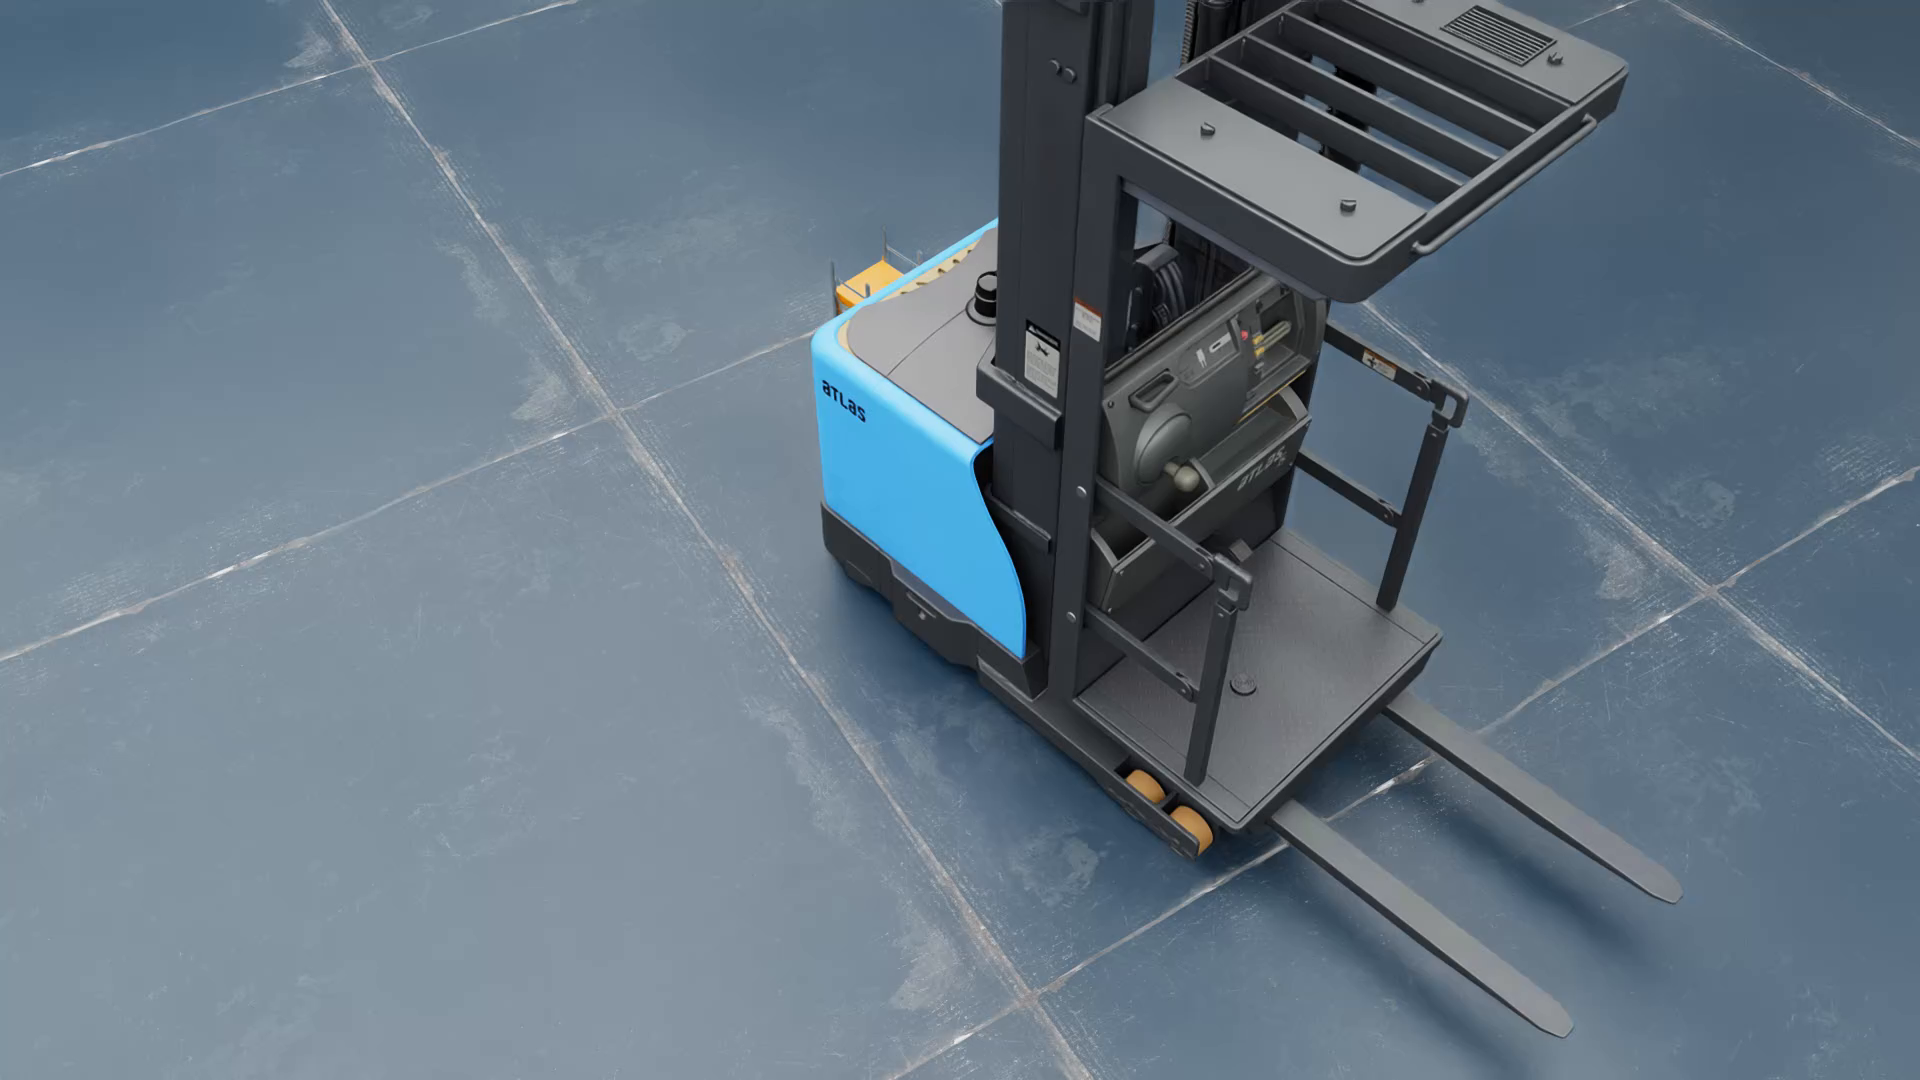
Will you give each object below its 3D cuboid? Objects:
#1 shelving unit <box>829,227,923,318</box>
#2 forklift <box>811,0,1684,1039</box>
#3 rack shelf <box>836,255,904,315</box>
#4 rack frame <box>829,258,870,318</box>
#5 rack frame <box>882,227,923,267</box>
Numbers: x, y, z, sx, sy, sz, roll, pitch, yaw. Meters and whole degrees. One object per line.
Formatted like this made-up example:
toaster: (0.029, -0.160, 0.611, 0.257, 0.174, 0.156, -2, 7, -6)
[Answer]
shelving unit: (-0.289, -0.627, 6.105, 0.252, 1.050, 0.215, -36, 57, -28)
forklift: (0.886, -0.399, 4.643, 1.130, 2.935, 3.031, -36, 58, -28)
rack shelf: (-0.289, -0.809, 5.901, 0.240, 0.259, 0.215, -36, 57, -28)
rack frame: (-0.376, -0.563, 6.048, 0.008, 1.050, 0.200, -36, 57, -28)
rack frame: (-0.202, -0.691, 6.162, 0.008, 1.050, 0.200, -36, 57, -28)
